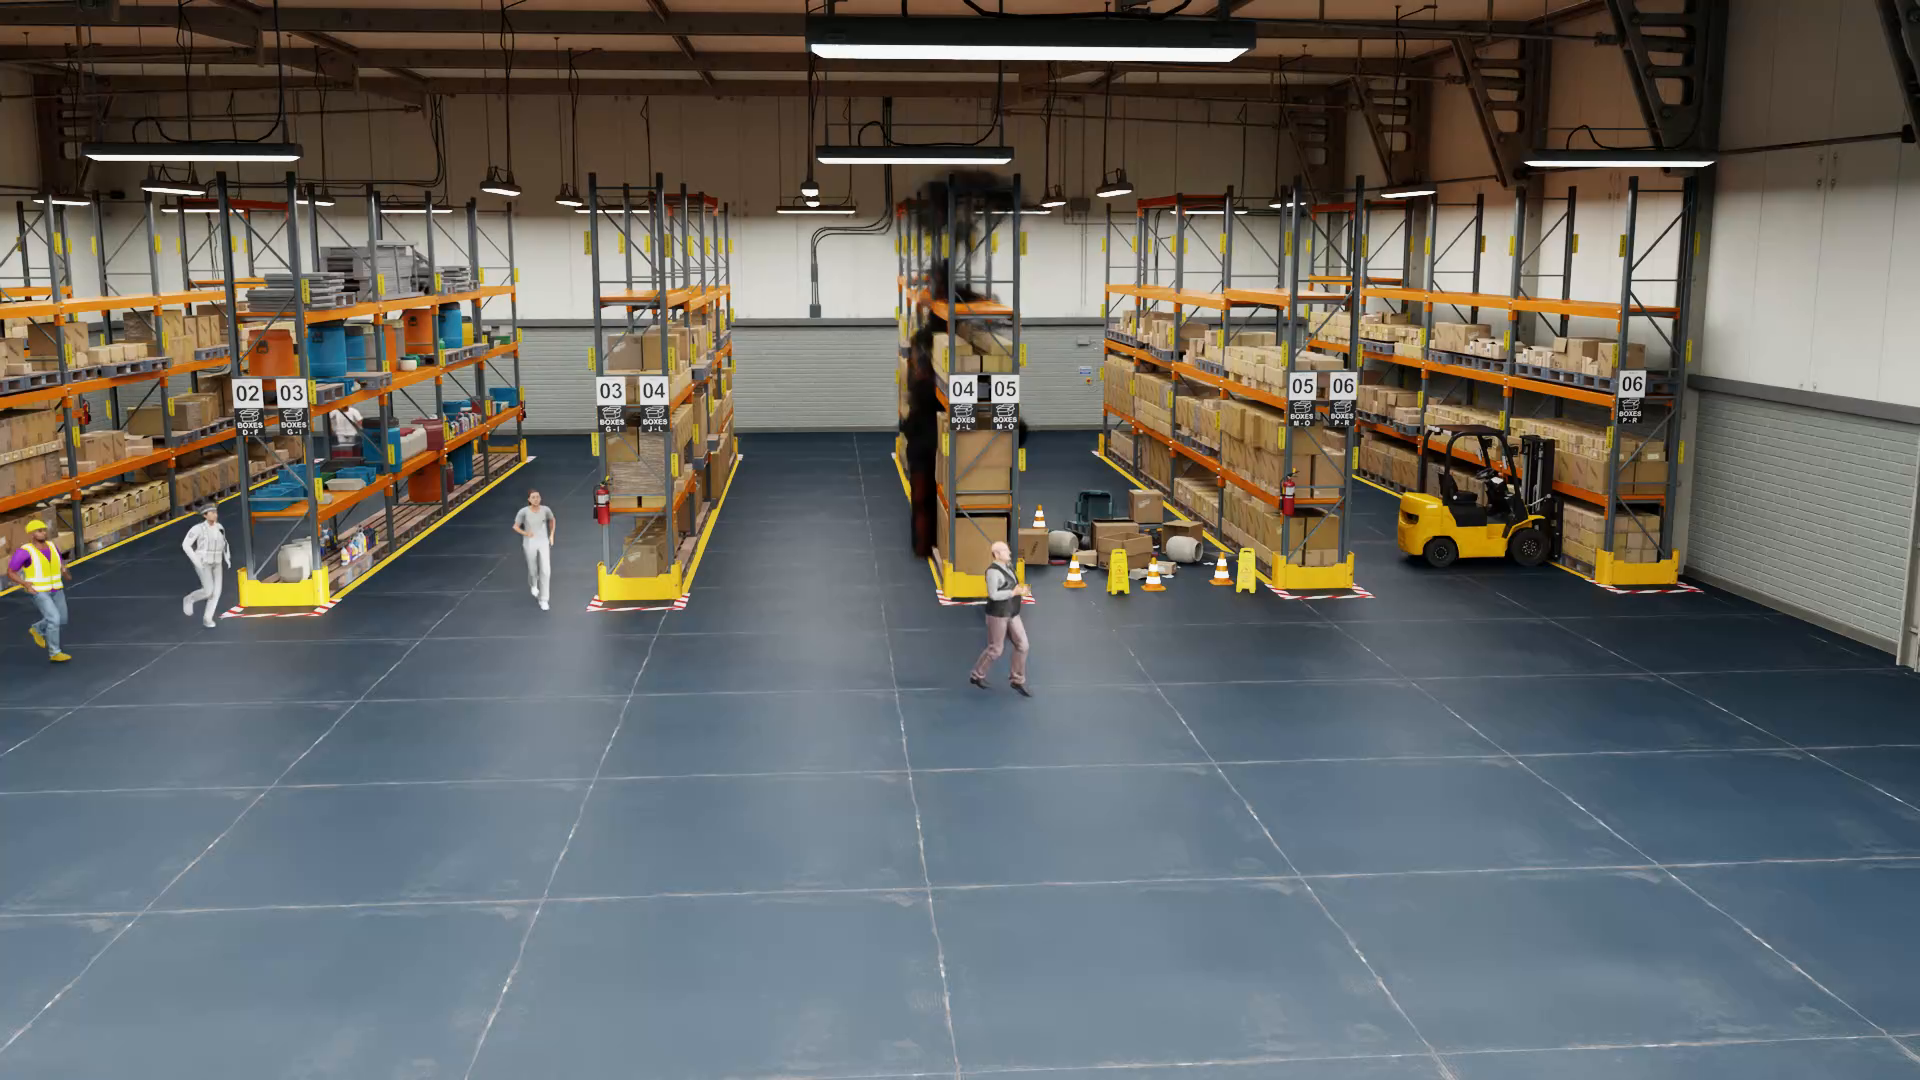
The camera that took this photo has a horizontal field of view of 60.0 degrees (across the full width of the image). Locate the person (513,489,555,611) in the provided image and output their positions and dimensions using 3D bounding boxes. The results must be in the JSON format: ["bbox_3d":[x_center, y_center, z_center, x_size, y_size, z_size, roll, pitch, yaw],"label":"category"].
[{"bbox_3d":[-5.972,0.099,23.417,0.603,1.671,0.890,-4,11,-23],"label":"person"}]

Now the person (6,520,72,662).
[{"bbox_3d":[-11.196,0.613,20.284,0.753,1.723,0.707,4,11,22],"label":"person"}]

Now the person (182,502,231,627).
[{"bbox_3d":[-10.051,0.304,22.296,0.613,1.624,0.660,6,12,31],"label":"person"}]

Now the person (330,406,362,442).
[{"bbox_3d":[-13.639,-2.337,36.926,0.755,1.730,0.692,-4,11,-21],"label":"person"}]

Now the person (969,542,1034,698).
[{"bbox_3d":[0.467,0.894,18.657,0.742,1.775,0.643,5,11,28],"label":"person"}]
